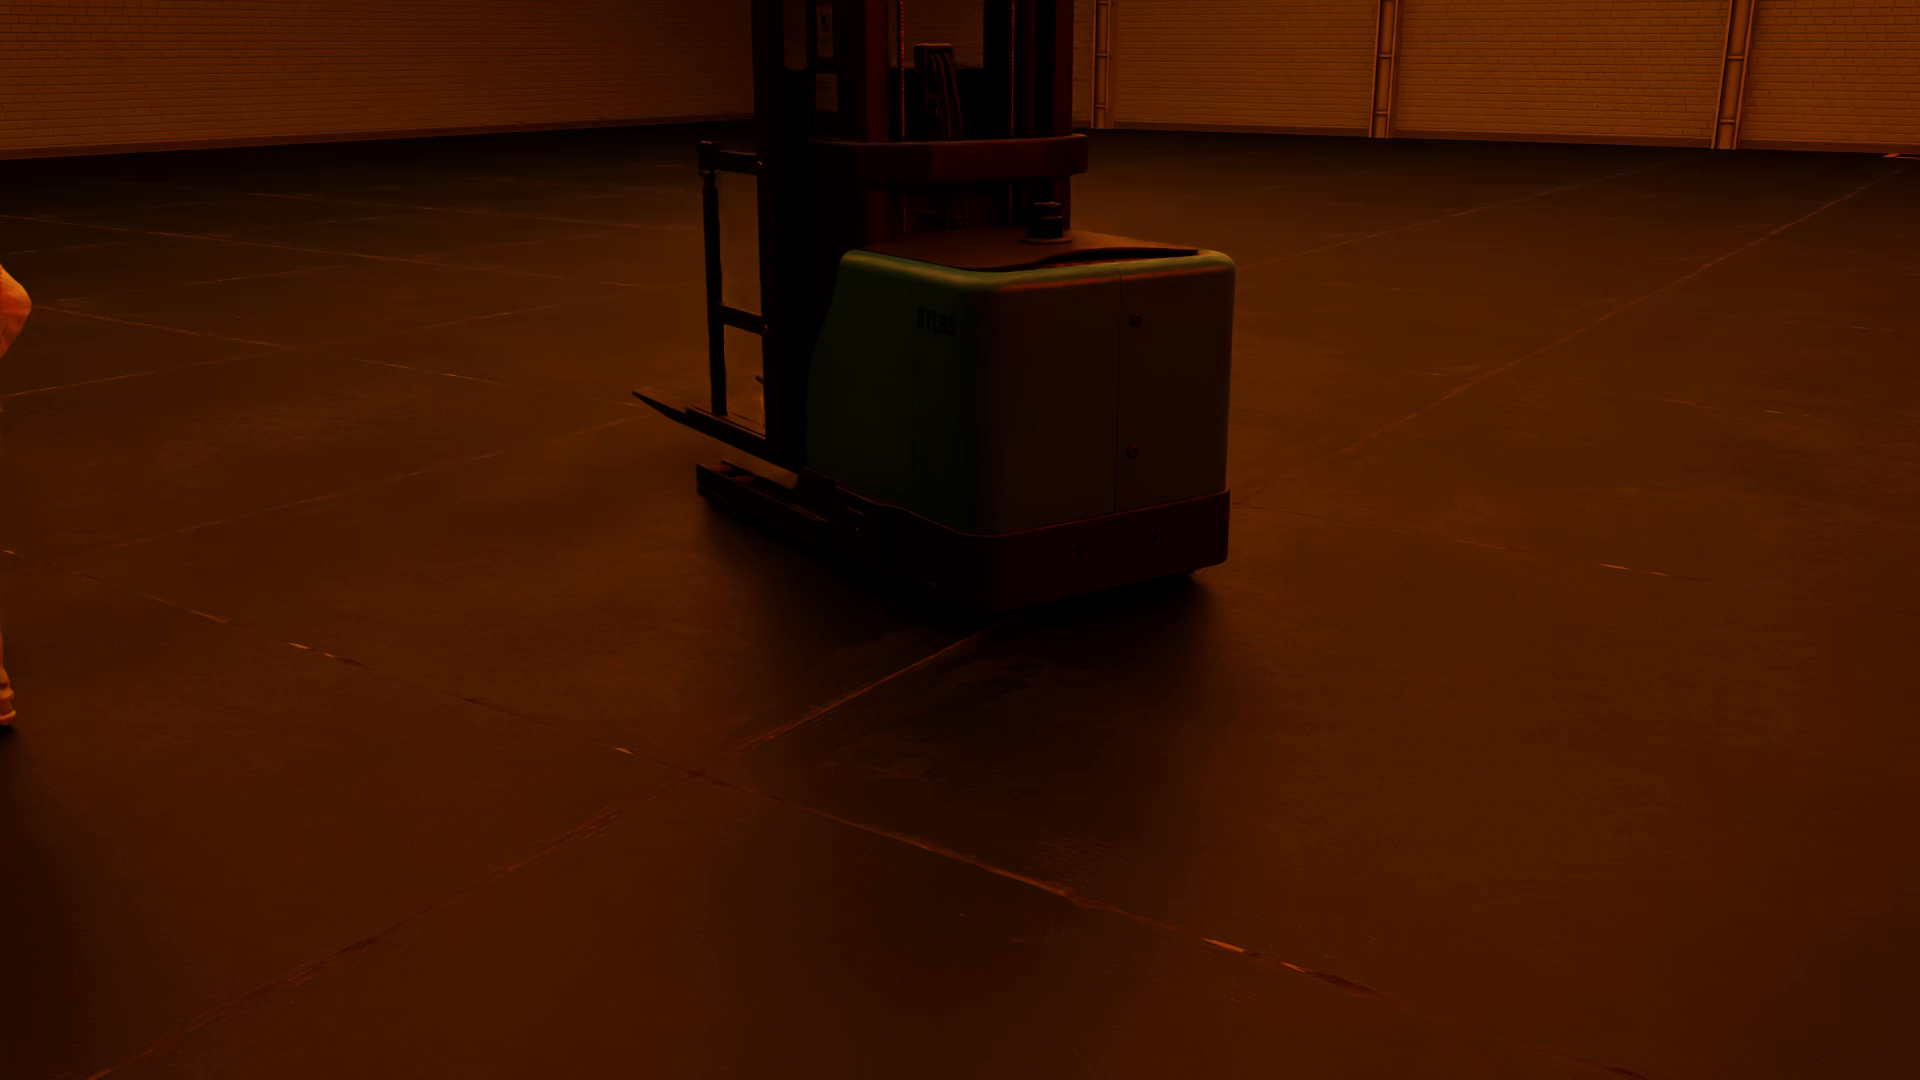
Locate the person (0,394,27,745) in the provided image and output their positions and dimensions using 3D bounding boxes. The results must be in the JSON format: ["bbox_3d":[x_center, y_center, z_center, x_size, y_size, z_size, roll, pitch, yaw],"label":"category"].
[{"bbox_3d":[-2.562,-0.275,3.937,0.350,1.686,0.523,16,23,42],"label":"person"}]

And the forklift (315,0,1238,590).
[{"bbox_3d":[-0.633,-1.396,5.500,3.031,2.935,1.130,0,17,-1],"label":"forklift"}]
